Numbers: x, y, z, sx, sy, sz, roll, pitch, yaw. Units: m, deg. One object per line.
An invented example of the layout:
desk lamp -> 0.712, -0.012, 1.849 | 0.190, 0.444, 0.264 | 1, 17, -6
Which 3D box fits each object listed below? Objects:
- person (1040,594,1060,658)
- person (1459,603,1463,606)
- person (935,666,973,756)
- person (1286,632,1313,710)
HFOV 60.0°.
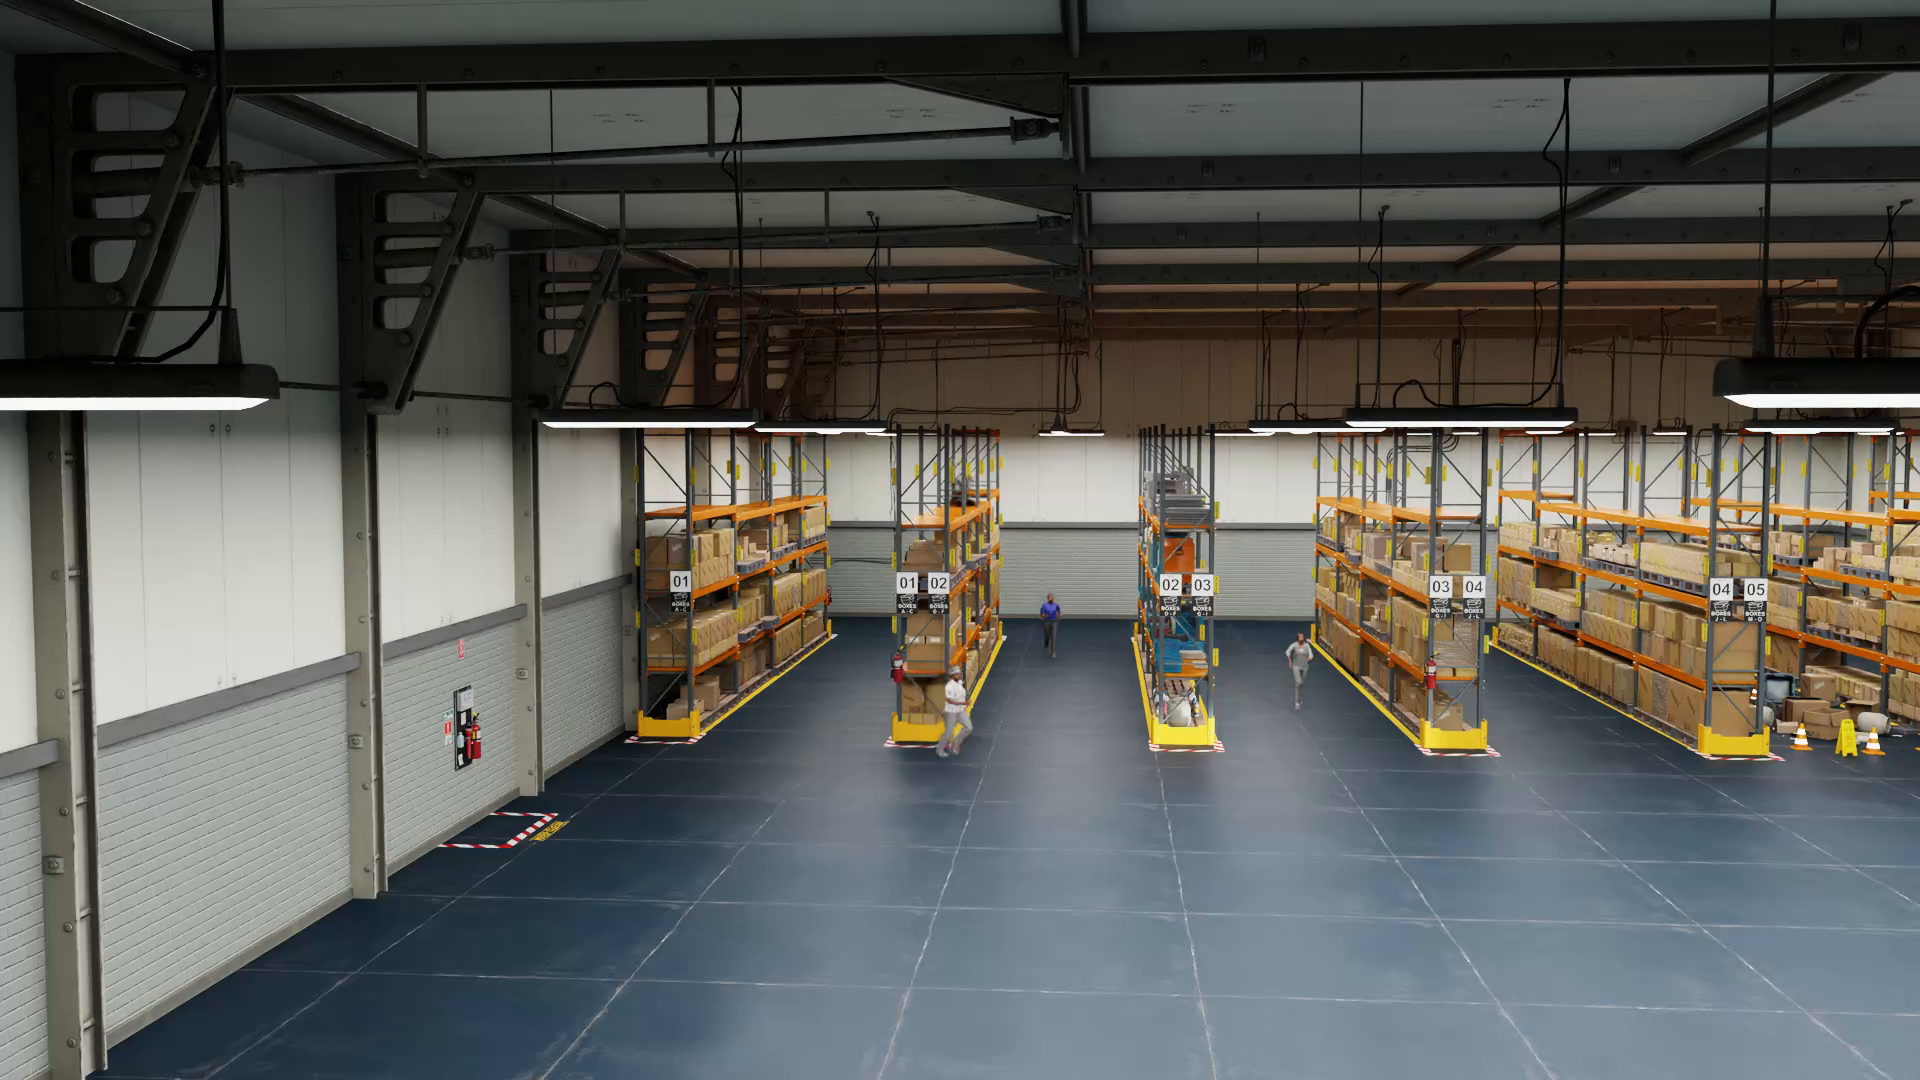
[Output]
person -> 2.375, 2.217, 43.552 | 0.583, 1.632, 0.957 | 0, 3, -7
person -> 13.434, 2.281, 44.320 | 0.621, 1.532, 0.765 | 1, 4, 17
person -> -0.060, 3.061, 29.786 | 0.803, 1.652, 0.591 | 3, 5, 42
person -> 7.250, 2.784, 35.421 | 0.523, 1.627, 0.722 | 0, 3, -4
